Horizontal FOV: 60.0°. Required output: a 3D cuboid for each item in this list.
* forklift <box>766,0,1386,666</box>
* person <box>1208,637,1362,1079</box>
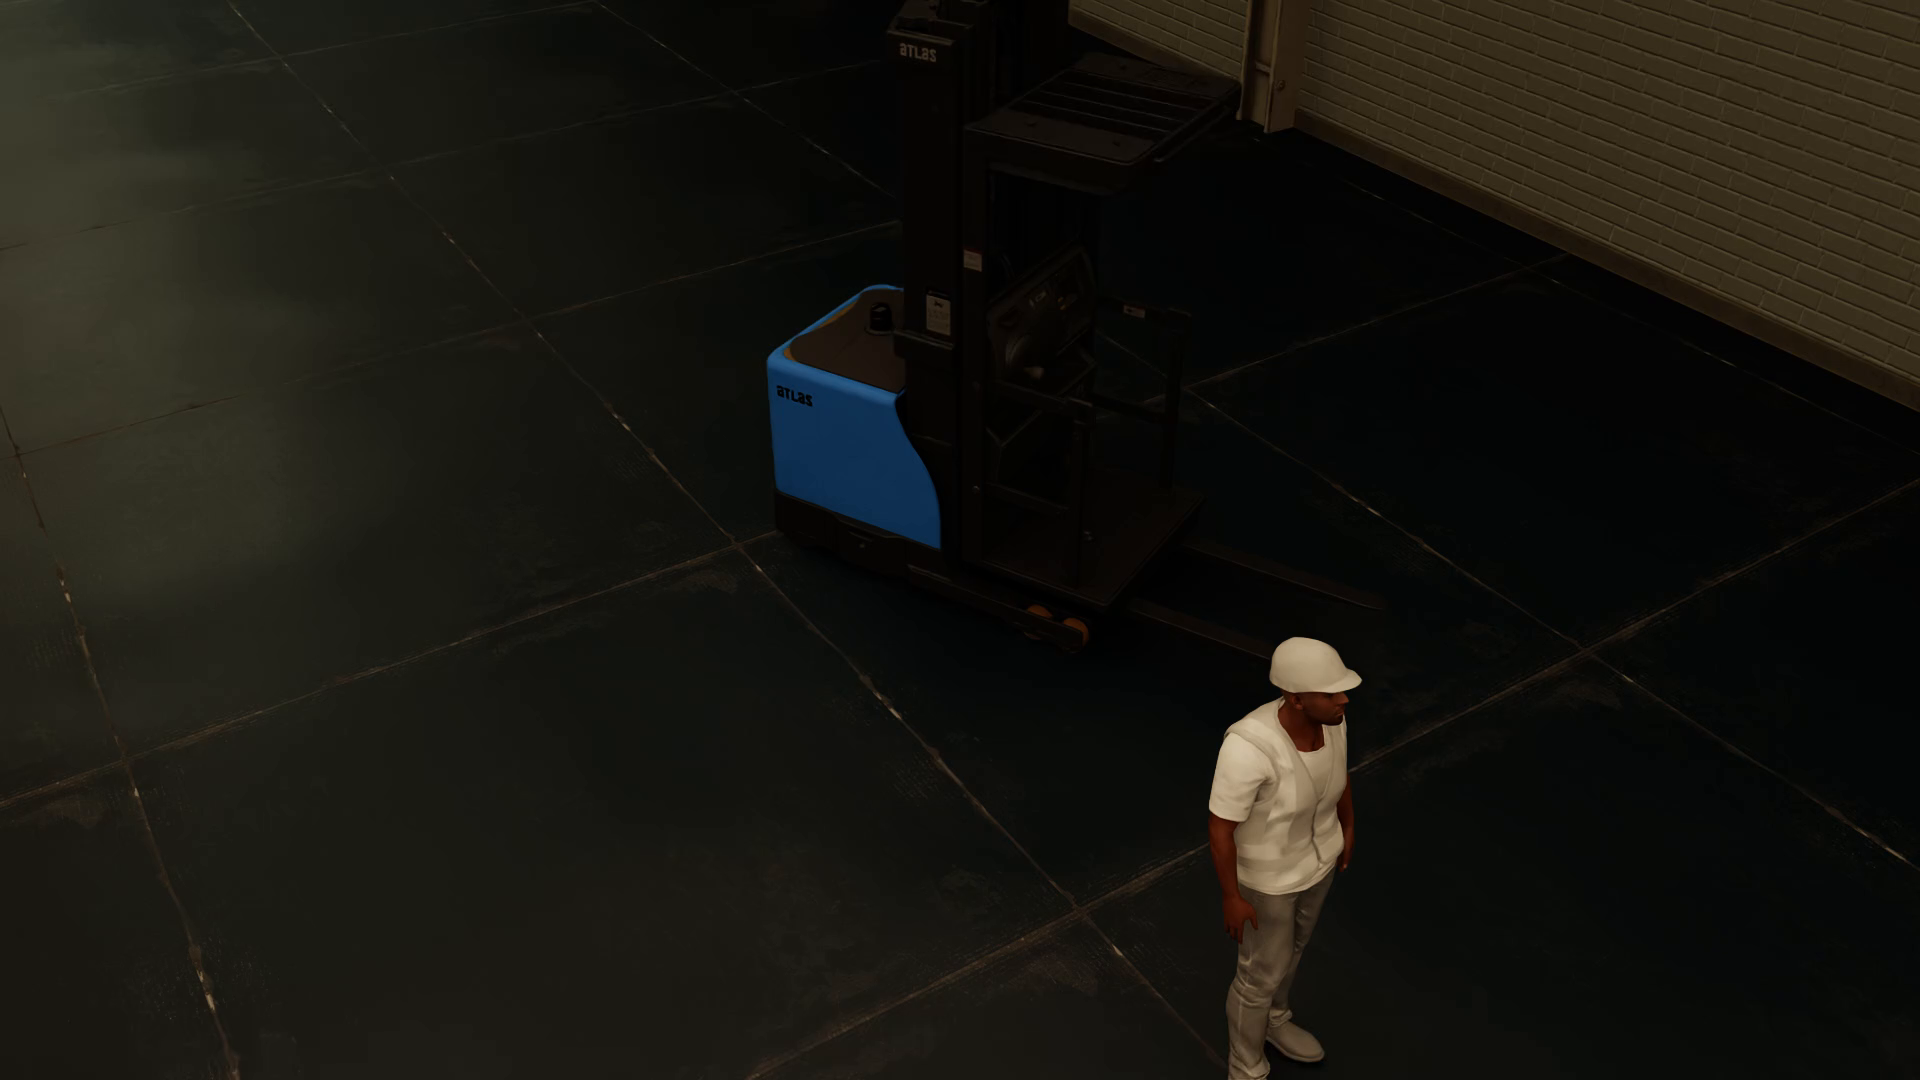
[{"bbox_3d":[0.556,-1.011,7.586,3.031,2.935,1.130,20,40,25],"label":"forklift"},{"bbox_3d":[1.144,1.113,5.564,0.666,1.766,0.577,-27,43,-33],"label":"person"}]
